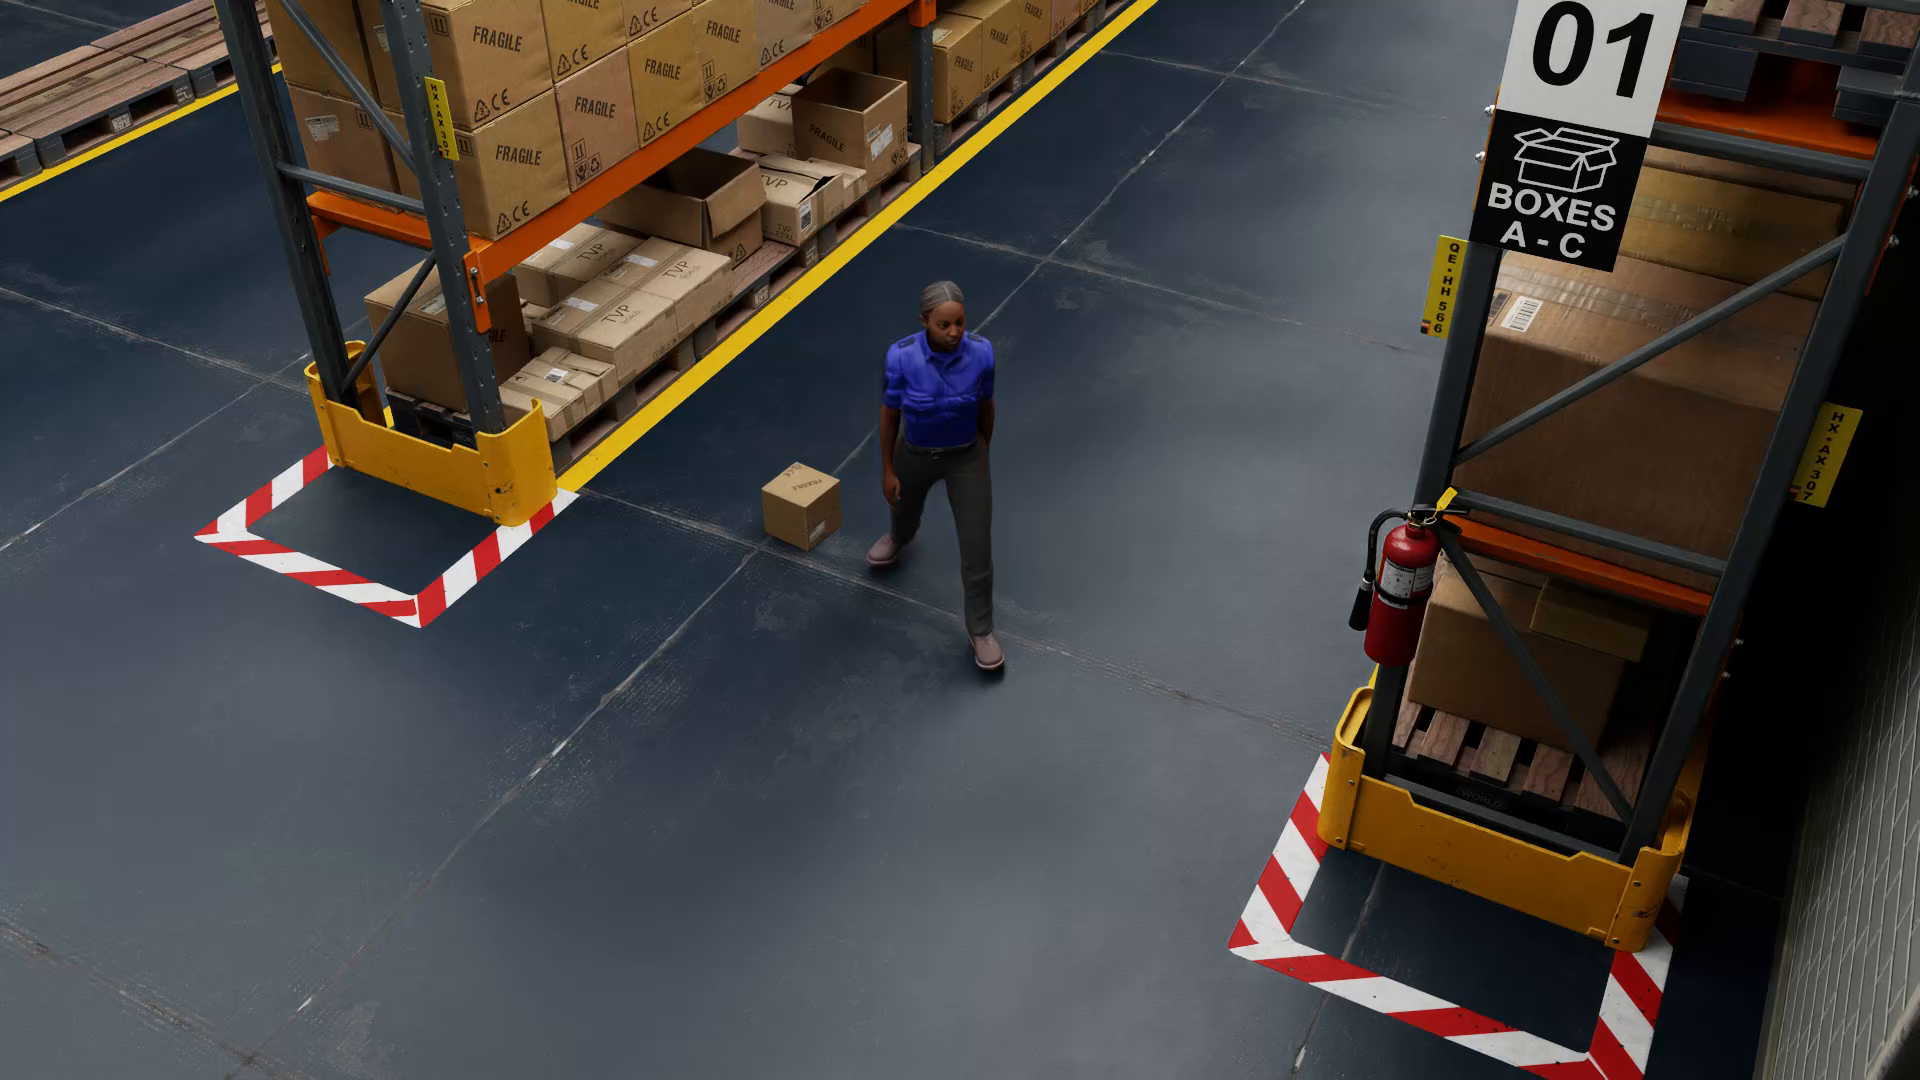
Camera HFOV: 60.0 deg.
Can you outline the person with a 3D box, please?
[{"bbox_3d":[-0.117,-0.346,6.596,0.544,1.624,0.918,-3,38,-3],"label":"person"}]
